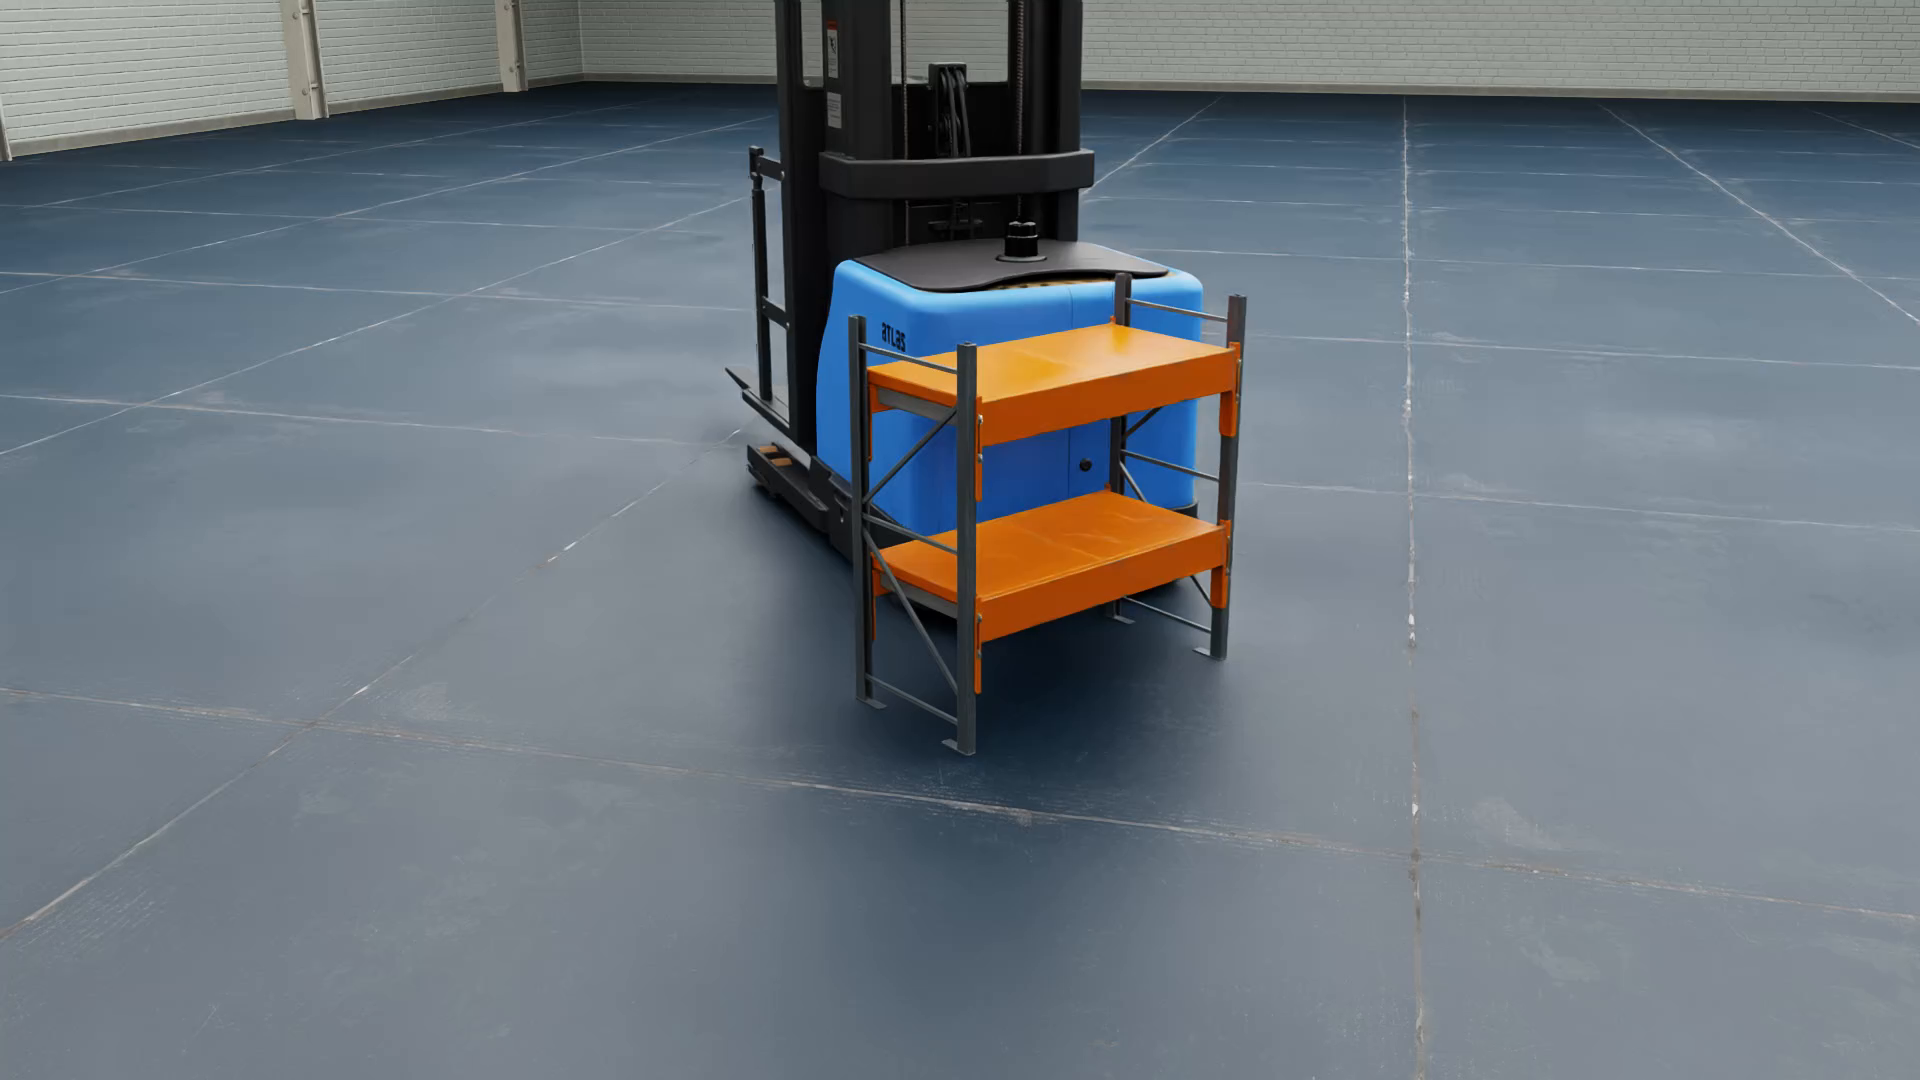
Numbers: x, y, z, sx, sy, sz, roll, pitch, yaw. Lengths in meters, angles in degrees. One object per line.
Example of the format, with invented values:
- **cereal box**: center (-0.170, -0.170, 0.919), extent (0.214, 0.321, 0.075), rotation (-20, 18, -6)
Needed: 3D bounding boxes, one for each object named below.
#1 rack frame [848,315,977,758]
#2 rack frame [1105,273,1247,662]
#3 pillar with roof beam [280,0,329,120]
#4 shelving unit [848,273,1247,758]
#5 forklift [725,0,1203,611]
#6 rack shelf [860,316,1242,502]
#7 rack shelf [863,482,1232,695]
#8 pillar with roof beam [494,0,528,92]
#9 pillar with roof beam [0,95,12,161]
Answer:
- **rack frame**: center (-0.130, -0.012, 4.482), extent (0.032, 1.125, 0.500), rotation (-15, 24, -38)
- **rack frame**: center (0.648, -0.224, 5.102), extent (0.032, 1.125, 0.500), rotation (-15, 24, -38)
- **pillar with roof beam**: center (-5.191, -10.012, 21.578), extent (9.100, 9.000, 0.400), rotation (5, 19, 13)
- **shelving unit**: center (0.259, -0.118, 4.792), extent (1.048, 1.125, 0.538), rotation (-15, 24, -38)
- **forklift**: center (-0.227, -1.598, 6.332), extent (1.130, 2.935, 3.031), rotation (-8, 20, -21)
- **rack shelf**: center (0.259, -0.395, 4.697), extent (1.000, 0.278, 0.538), rotation (-15, 24, -38)
- **rack shelf**: center (0.259, 0.114, 4.871), extent (1.000, 0.278, 0.538), rotation (-15, 24, -38)
- **pillar with roof beam**: center (-3.725, -11.893, 27.084), extent (9.100, 9.000, 0.400), rotation (5, 19, 13)
- **pillar with roof beam**: center (-6.657, -8.131, 16.072), extent (9.100, 9.000, 0.400), rotation (5, 19, 13)
